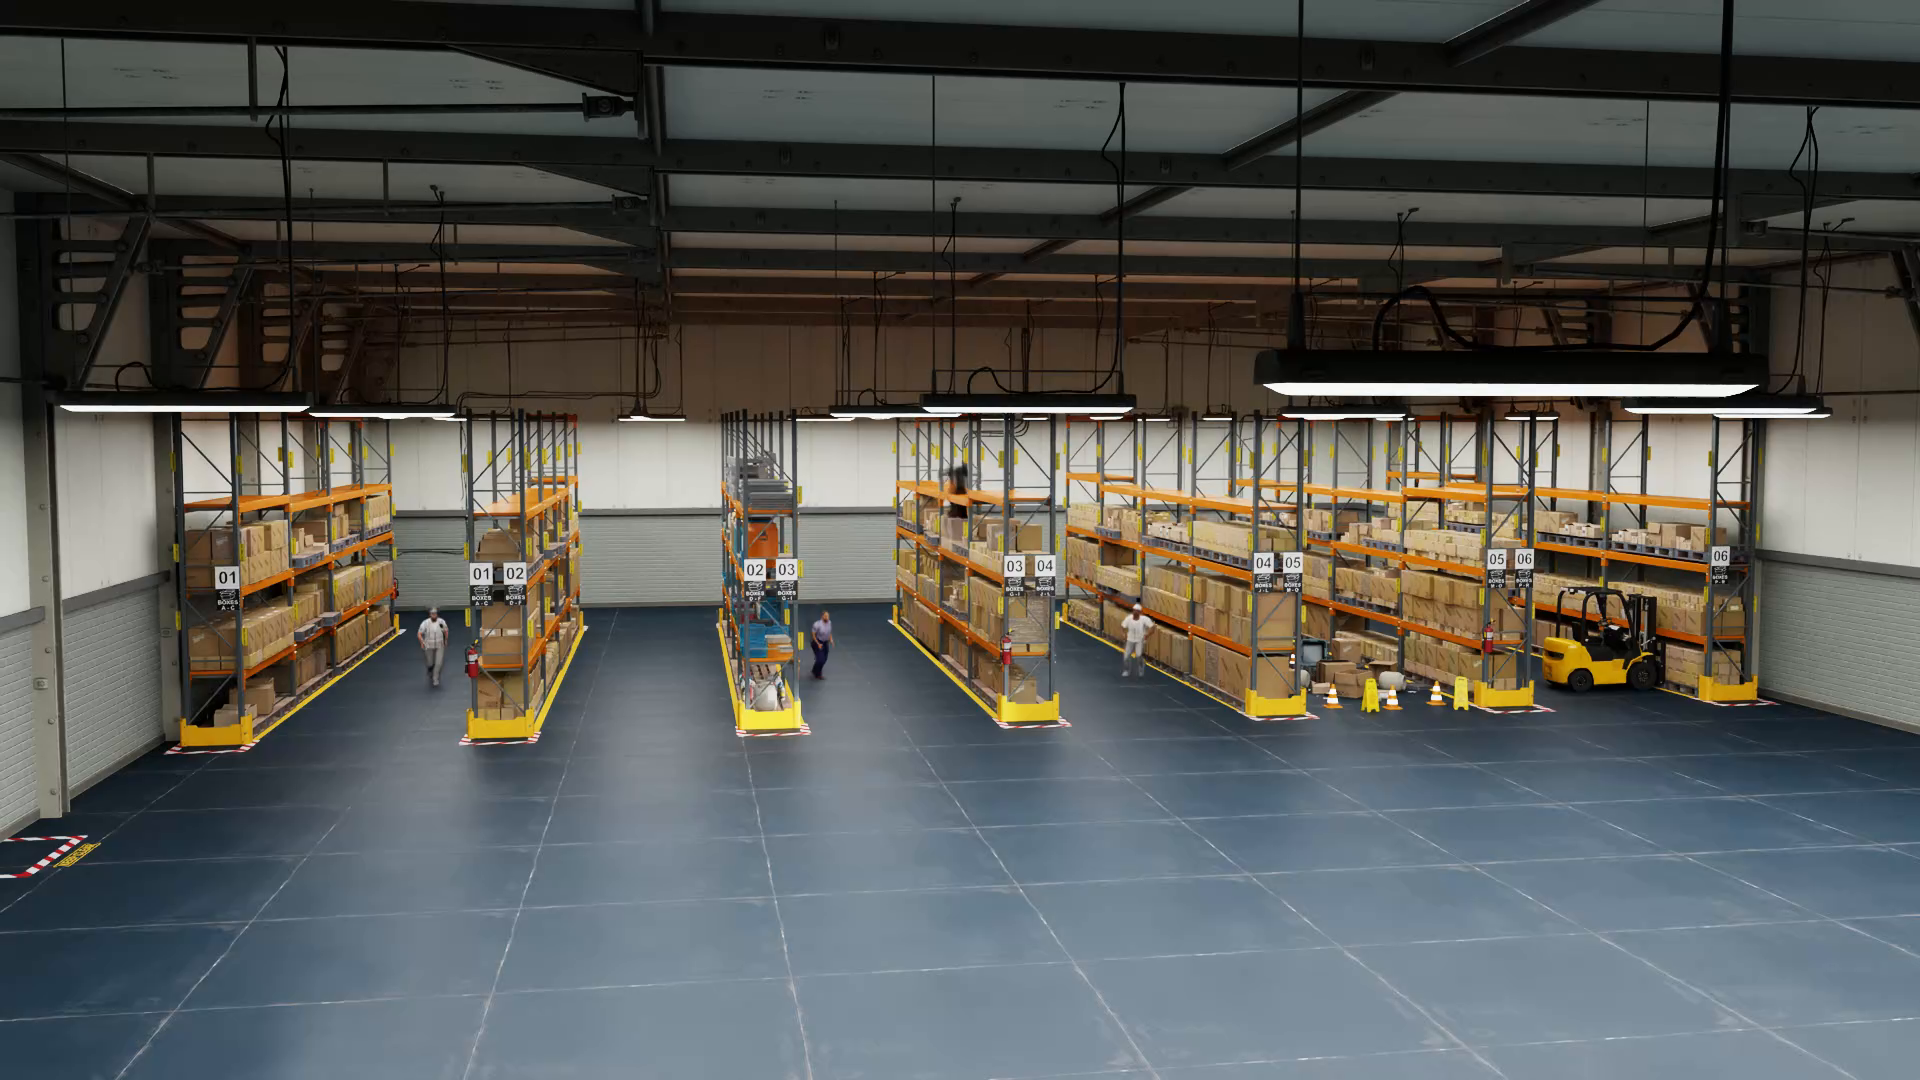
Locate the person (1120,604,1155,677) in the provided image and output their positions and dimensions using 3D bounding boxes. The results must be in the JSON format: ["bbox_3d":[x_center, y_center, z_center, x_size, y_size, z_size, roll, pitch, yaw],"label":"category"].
[{"bbox_3d":[3.987,2.273,37.473,0.803,1.667,0.638,1,4,16],"label":"person"}]

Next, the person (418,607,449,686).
[{"bbox_3d":[-11.547,2.320,36.507,0.670,1.731,0.715,-2,4,-24],"label":"person"}]

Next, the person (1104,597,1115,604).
[{"bbox_3d":[4.391,1.459,50.147,0.620,1.559,0.542,-1,4,-18],"label":"person"}]

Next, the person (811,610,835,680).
[{"bbox_3d":[-3.161,2.359,37.320,0.741,1.581,0.622,3,5,39],"label":"person"}]
